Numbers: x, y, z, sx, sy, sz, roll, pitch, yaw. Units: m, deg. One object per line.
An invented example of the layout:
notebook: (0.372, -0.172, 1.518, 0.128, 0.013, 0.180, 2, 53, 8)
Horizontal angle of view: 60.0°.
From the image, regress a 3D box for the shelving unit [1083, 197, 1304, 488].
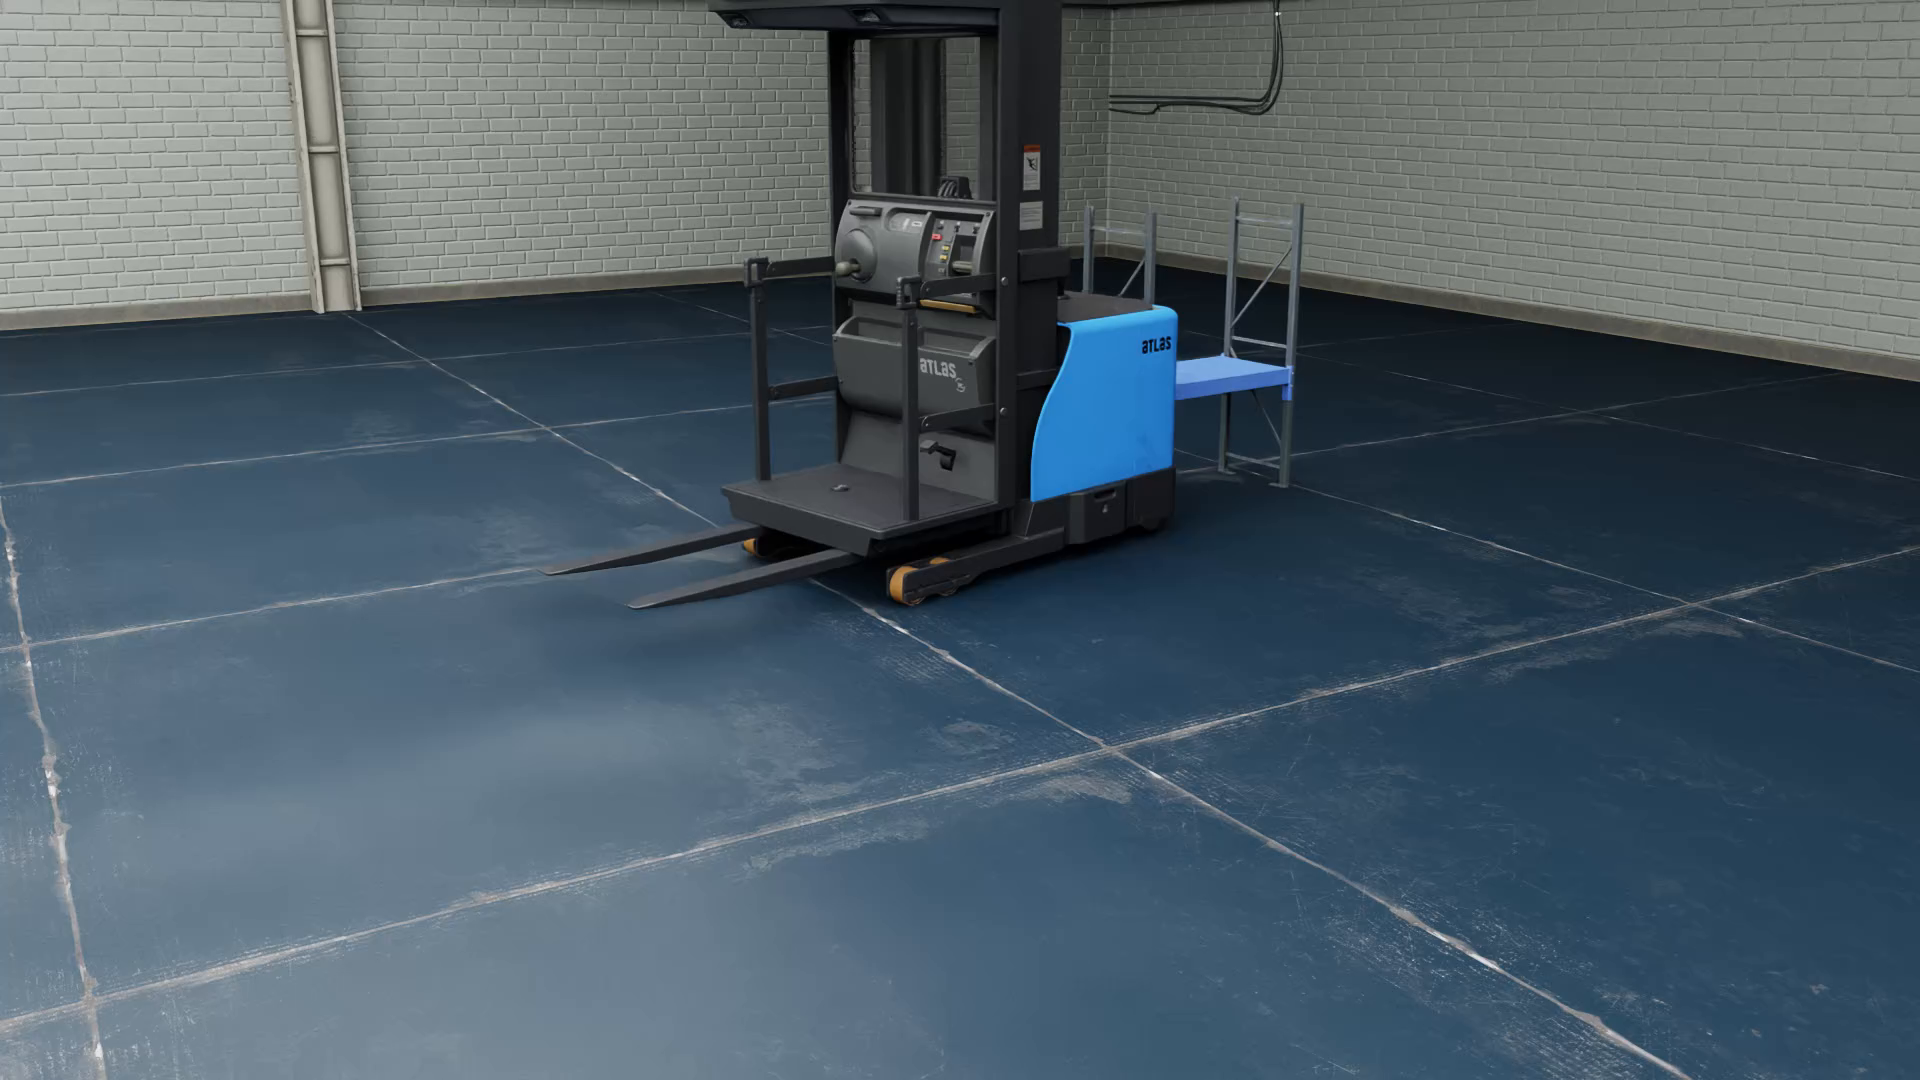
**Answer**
shelving unit: (1.192, -0.975, 8.608, 1.048, 1.500, 0.538, -11, 19, -35)

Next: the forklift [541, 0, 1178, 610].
forklift: (-0.359, -1.292, 7.090, 3.031, 2.935, 1.130, -15, 21, -42)

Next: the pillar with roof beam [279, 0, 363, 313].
pillar with roof beam: (-3.637, -5.501, 10.863, 0.400, 9.000, 9.100, -9, 18, -30)

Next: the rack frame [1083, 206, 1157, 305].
rack frame: (0.782, -0.894, 8.319, 0.032, 1.500, 0.500, -11, 19, -35)

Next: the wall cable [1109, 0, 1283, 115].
wall cable: (2.496, -5.940, 18.180, 0.112, 2.526, 3.097, -9, 18, -30)

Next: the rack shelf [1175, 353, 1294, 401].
rack shelf: (1.192, -0.801, 8.656, 1.000, 0.185, 0.538, -11, 19, -35)

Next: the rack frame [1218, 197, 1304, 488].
rack frame: (1.603, -1.055, 8.896, 0.032, 1.500, 0.500, -11, 19, -35)
